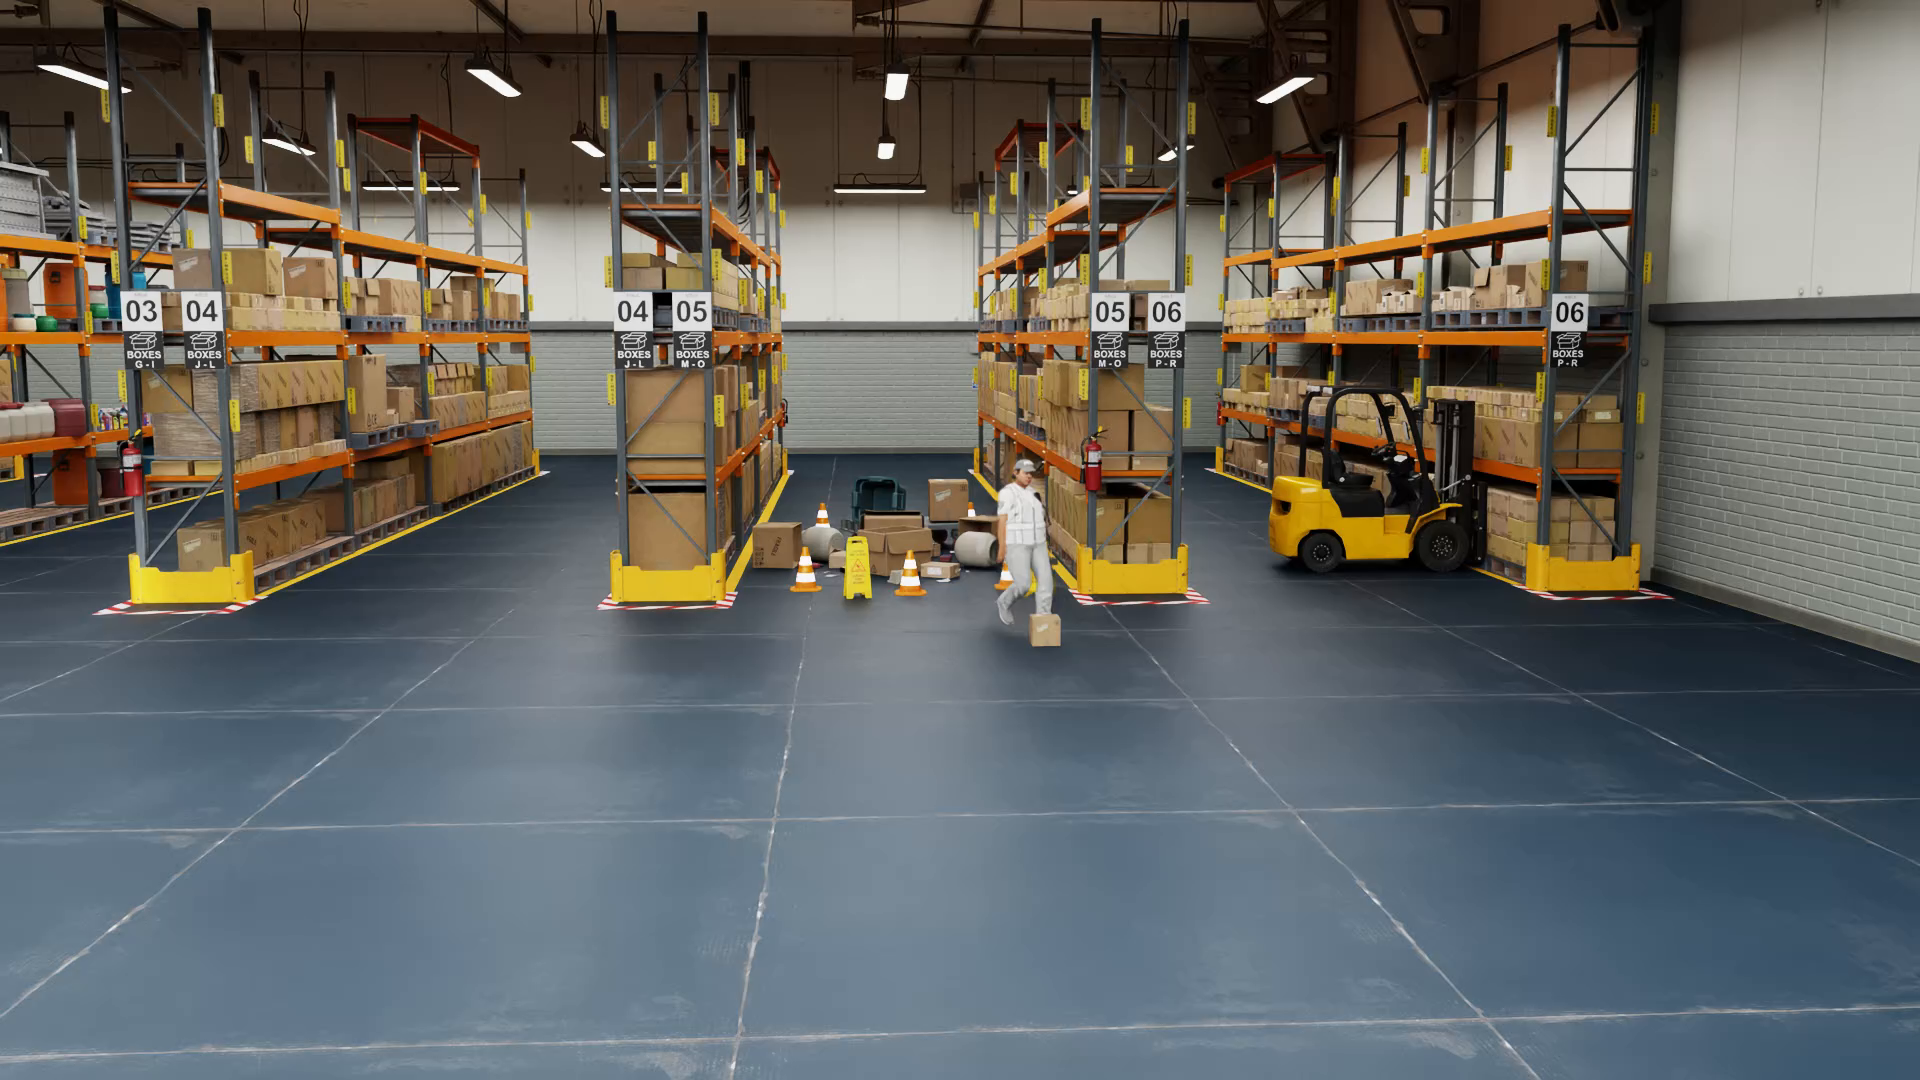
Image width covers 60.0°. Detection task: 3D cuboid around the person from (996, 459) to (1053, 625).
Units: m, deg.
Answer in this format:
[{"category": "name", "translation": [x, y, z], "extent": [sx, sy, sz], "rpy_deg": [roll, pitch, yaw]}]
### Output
[{"category": "person", "translation": [0.650, 0.059, 15.399], "extent": [0.525, 1.595, 0.757], "rpy_deg": [-5, 8, -35]}]
